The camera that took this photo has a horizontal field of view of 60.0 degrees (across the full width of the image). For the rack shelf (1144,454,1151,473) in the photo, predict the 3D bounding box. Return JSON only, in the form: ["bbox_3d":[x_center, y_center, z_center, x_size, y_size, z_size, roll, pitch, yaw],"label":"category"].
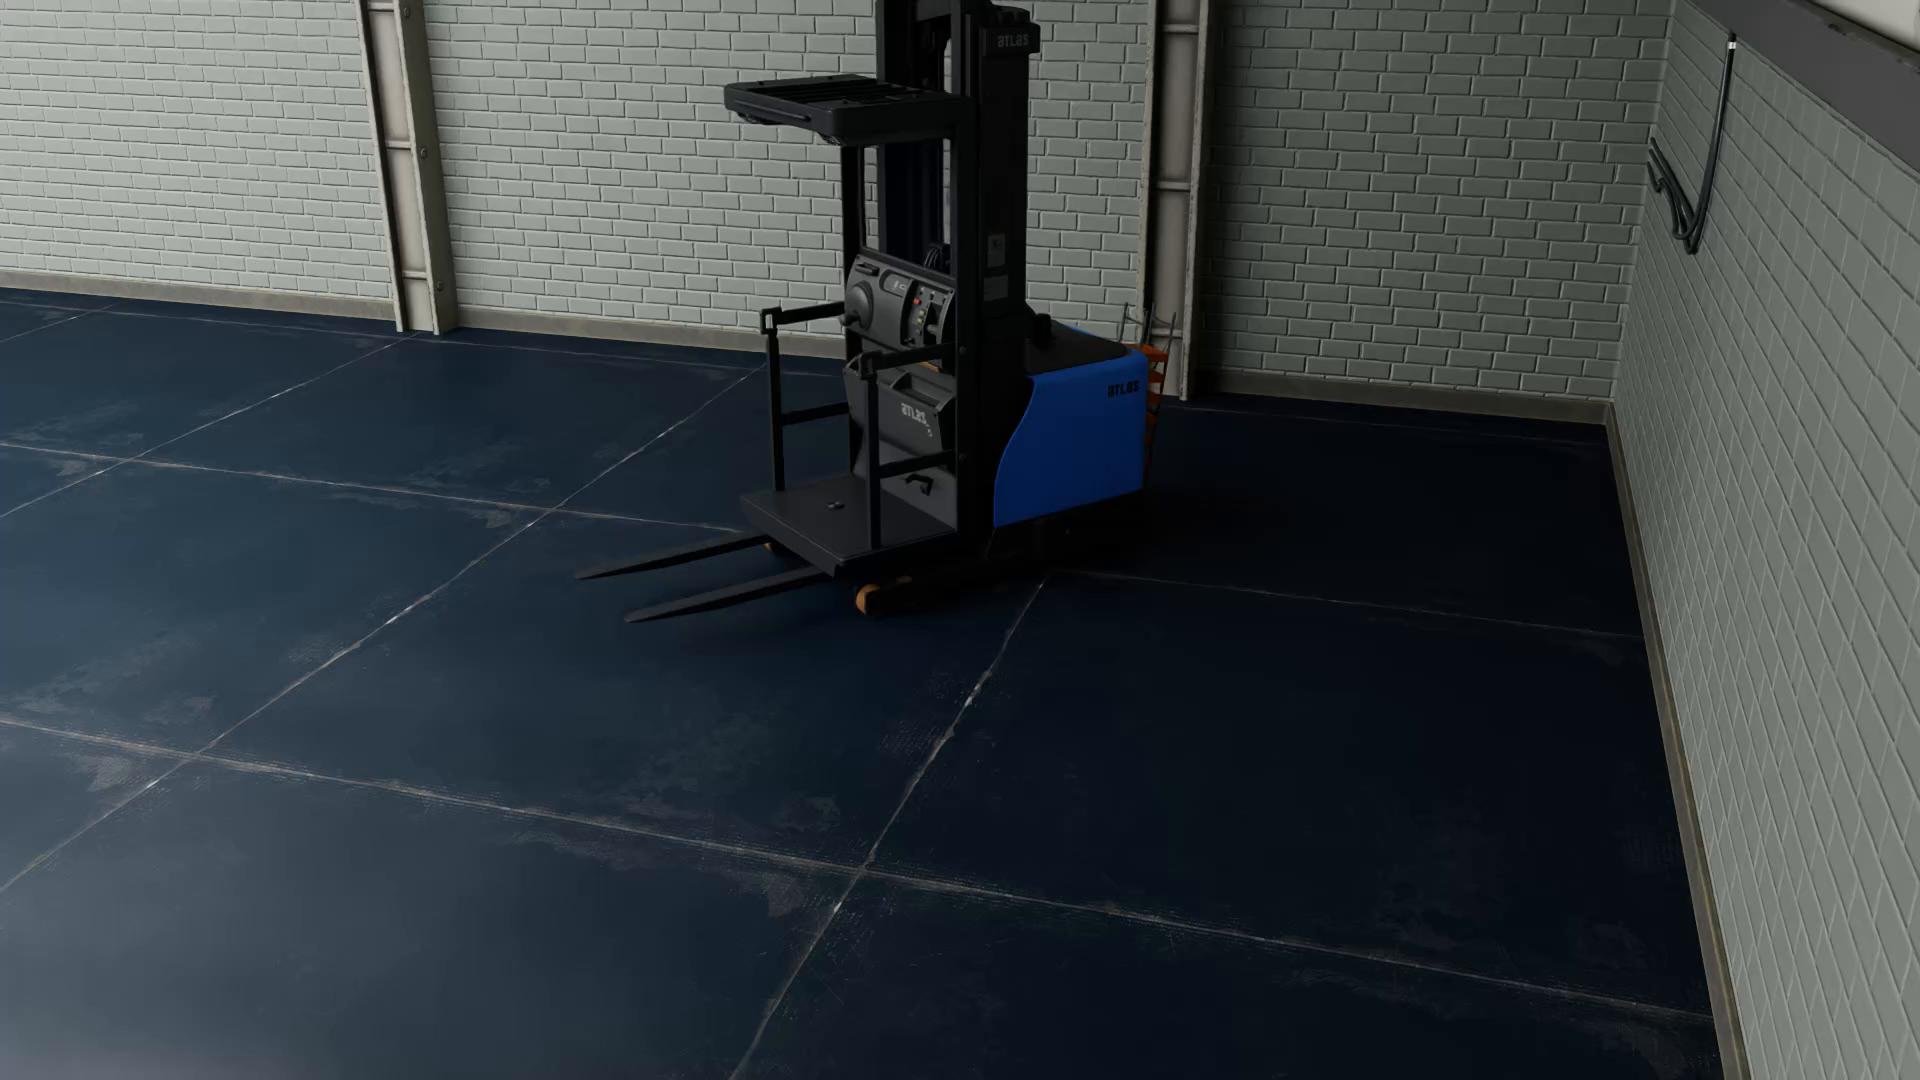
[{"bbox_3d":[0.951,-0.471,9.558,0.180,0.103,0.258,-2,21,-27],"label":"rack shelf"}]

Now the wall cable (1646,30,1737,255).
[{"bbox_3d":[3.889,-2.978,8.764,0.112,2.526,3.097,7,23,16],"label":"wall cable"}]

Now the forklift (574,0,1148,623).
[{"bbox_3d":[-0.483,-1.195,8.322,3.031,2.935,1.130,-14,26,-31],"label":"forklift"}]

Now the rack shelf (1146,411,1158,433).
[{"bbox_3d":[0.982,-0.696,9.481,0.180,0.103,0.258,-2,21,-27],"label":"rack shelf"}]

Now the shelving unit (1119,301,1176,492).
[{"bbox_3d":[0.987,-0.738,9.467,0.189,1.200,0.258,-2,21,-27],"label":"shelving unit"}]

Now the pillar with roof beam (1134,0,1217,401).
[{"bbox_3d":[0.207,-3.654,6.320,0.400,9.000,9.100,7,23,16],"label":"pillar with roof beam"}]

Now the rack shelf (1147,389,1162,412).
[{"bbox_3d":[0.997,-0.809,9.443,0.180,0.103,0.258,-2,21,-27],"label":"rack shelf"}]

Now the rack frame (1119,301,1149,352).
[{"bbox_3d":[0.906,-0.735,9.426,0.006,1.200,0.240,-2,21,-27],"label":"rack frame"}]

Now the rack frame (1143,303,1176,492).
[{"bbox_3d":[1.069,-0.741,9.508,0.006,1.200,0.240,-2,21,-27],"label":"rack frame"}]

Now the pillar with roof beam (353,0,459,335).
[{"bbox_3d":[-5.537,-4.312,7.924,0.400,9.000,9.100,7,23,16],"label":"pillar with roof beam"}]

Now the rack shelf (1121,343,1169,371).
[{"bbox_3d":[1.027,-1.034,9.366,0.180,0.103,0.258,-2,21,-27],"label":"rack shelf"}]

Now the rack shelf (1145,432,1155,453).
[{"bbox_3d":[0.966,-0.583,9.520,0.180,0.103,0.258,-2,21,-27],"label":"rack shelf"}]

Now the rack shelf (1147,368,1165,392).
[{"bbox_3d":[1.012,-0.921,9.405,0.180,0.103,0.258,-2,21,-27],"label":"rack shelf"}]
